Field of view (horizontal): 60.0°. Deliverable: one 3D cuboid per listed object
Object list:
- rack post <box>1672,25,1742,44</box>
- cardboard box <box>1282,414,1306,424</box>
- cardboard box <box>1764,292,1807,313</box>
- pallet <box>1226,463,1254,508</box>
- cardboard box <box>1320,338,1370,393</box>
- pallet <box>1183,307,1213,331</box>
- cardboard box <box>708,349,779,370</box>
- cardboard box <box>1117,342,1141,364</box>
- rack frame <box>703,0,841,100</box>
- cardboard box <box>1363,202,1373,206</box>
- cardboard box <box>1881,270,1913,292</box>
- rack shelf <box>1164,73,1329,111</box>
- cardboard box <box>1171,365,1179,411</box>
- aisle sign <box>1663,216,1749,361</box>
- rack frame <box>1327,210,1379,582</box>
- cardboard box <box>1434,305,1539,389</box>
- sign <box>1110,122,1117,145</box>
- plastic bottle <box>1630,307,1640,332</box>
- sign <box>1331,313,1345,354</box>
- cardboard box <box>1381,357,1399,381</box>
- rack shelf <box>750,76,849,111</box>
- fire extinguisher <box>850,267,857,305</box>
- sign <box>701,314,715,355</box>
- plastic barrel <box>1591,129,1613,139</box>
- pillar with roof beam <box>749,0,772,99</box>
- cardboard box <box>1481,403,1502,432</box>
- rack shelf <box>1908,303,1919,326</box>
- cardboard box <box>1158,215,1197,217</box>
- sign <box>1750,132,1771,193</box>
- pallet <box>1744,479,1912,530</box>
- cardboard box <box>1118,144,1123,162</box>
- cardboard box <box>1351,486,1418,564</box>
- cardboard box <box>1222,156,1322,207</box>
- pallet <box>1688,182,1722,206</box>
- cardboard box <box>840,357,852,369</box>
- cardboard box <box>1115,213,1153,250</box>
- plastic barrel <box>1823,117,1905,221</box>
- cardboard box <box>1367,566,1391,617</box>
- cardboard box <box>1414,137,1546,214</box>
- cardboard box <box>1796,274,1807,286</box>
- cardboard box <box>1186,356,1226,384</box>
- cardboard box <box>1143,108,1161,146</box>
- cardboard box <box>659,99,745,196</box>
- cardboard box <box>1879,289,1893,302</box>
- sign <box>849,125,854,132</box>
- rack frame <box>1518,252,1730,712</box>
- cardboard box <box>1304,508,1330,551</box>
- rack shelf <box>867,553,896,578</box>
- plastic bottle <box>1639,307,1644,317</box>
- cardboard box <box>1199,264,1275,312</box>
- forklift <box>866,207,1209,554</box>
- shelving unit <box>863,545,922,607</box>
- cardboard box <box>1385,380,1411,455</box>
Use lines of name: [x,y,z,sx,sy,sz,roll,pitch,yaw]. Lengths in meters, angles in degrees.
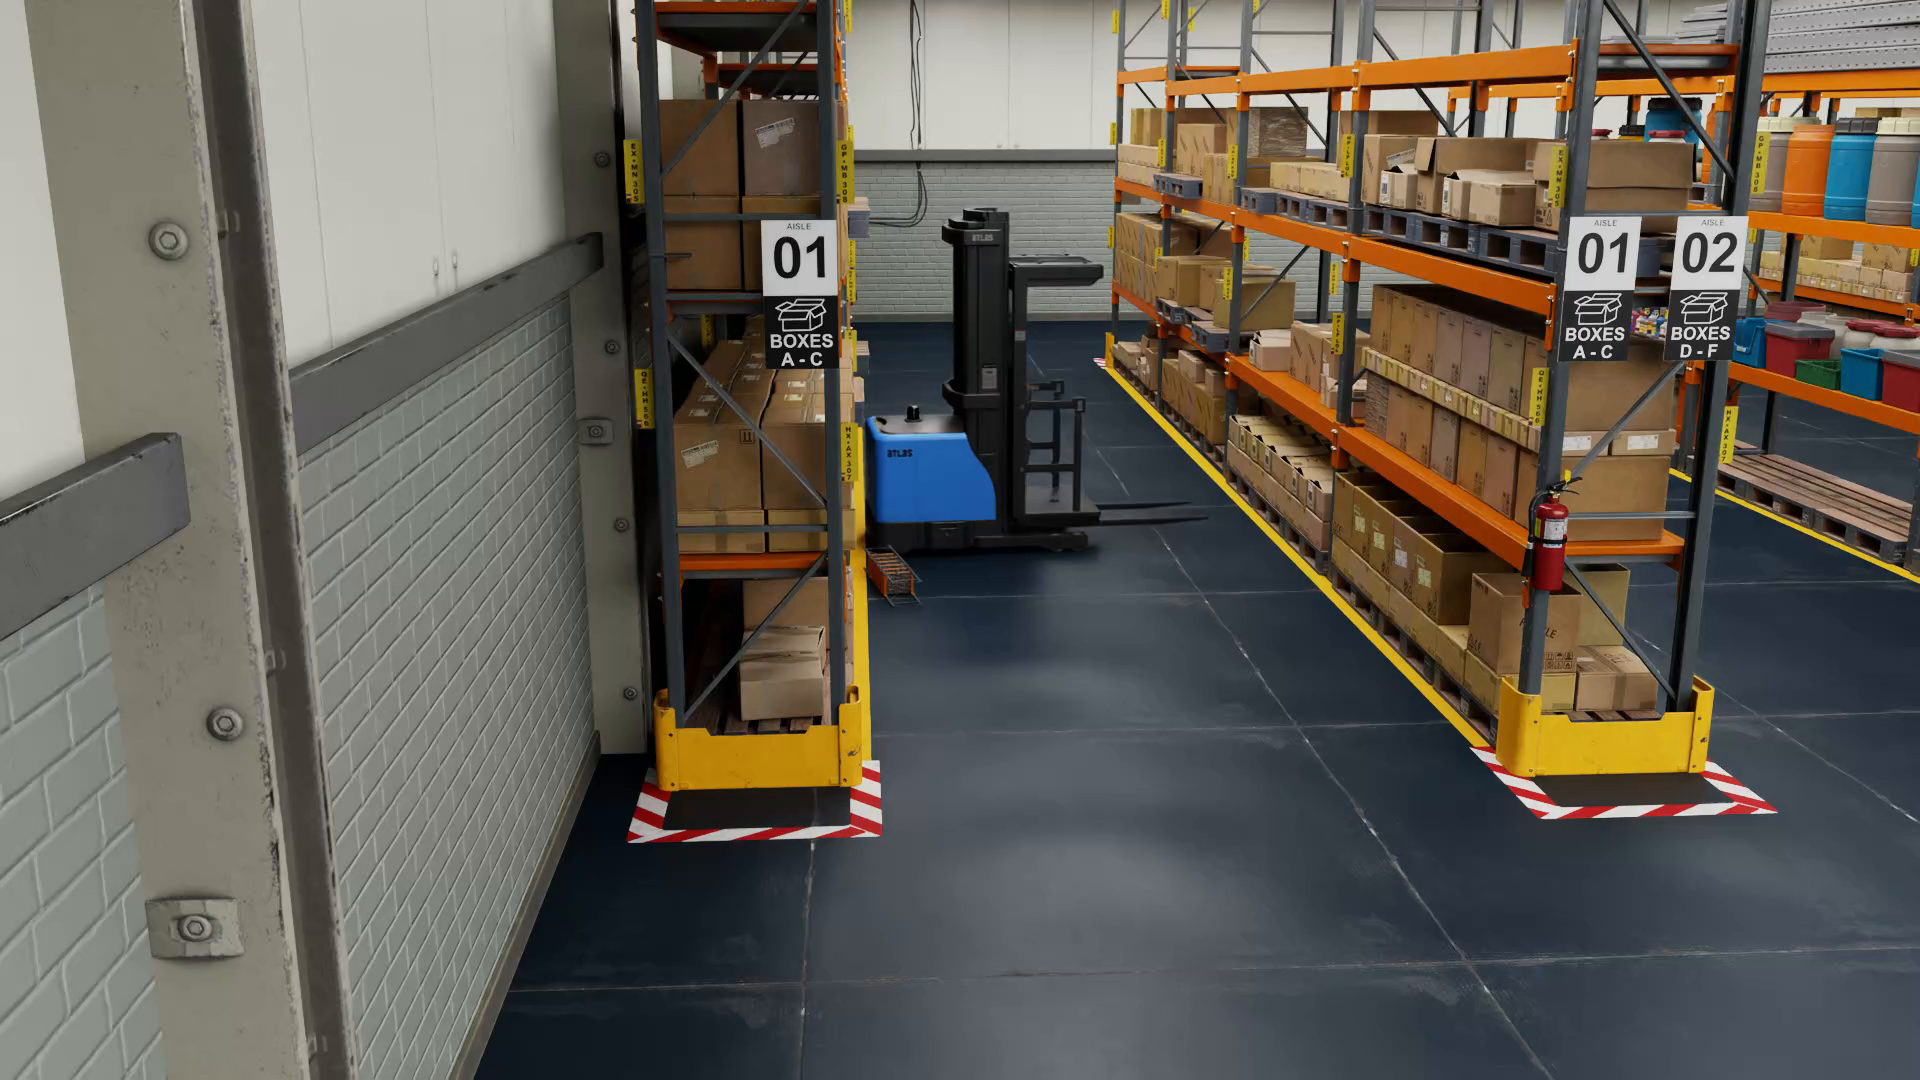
rack post: [8.155,-5.245,17.506,0.954,0.300,0.937,-1,14,-3]
cardboard box: [3.575,-1.138,16.981,0.500,0.311,0.500,-1,14,-2]
cardboard box: [12.808,-3.280,25.175,0.875,0.875,0.875,-1,14,-3]
pallet: [3.309,-0.566,16.802,1.003,0.211,1.213,-1,14,-3]
cardboard box: [3.480,-1.498,14.626,0.500,0.500,0.500,0,14,1]
pallet: [3.172,-2.512,19.156,1.003,0.211,1.213,-1,14,-3]
cardboard box: [-1.551,-1.101,12.041,0.500,0.500,0.500,-1,14,-4]
cardboard box: [2.582,-2.729,24.247,0.500,0.250,0.500,-1,14,-3]
rack frame: [-1.400,-3.955,12.338,1.000,3.000,0.127,-1,14,-3]
cardboard box: [3.516,-2.864,13.575,0.500,0.250,0.500,1,14,2]
cardboard box: [12.647,-3.446,22.102,0.500,0.250,0.500,-1,14,-4]
rack shelf: [3.173,-4.982,18.578,1.077,0.370,4.000,-1,14,-3]
cardboard box: [2.880,-1.862,20.378,0.500,0.500,0.500,-1,14,-3]
aisle sign: [4.102,-1.379,9.151,0.394,0.787,0.004,-1,14,-3]
rack frame: [3.544,-1.127,13.386,1.000,3.000,0.127,-1,14,-3]
cardboard box: [3.672,-1.319,11.328,0.700,0.500,0.500,-1,14,-3]
sign: [2.259,-5.979,24.470,0.100,0.325,0.005,-1,14,-3]
plastic bottle: [7.719,-2.519,19.031,0.061,0.283,0.133,-1,14,-3]
sign: [3.003,-1.638,13.210,0.100,0.325,0.005,-1,14,-3]
cardboard box: [3.401,-1.293,12.529,0.380,0.149,0.250,-1,14,-5]
rack shelf: [-1.771,-4.905,18.277,1.077,0.370,4.000,-1,14,-3]
fire extinguisher: [-1.692,-3.860,24.914,0.296,0.674,0.183,-1,14,-3]
sign: [-1.953,-1.601,12.904,0.100,0.325,0.005,-1,14,-3]
plastic barrel: [7.775,-4.779,20.446,0.433,0.535,0.433,0,14,0]
pillar with roof beam: [1.123,-7.664,26.753,9.100,9.000,0.400,-1,14,-3]
cardboard box: [3.531,-0.778,10.528,0.380,0.149,0.250,-1,14,-3]
rack shelf: [13.060,-2.423,19.866,1.077,0.370,4.000,-1,14,-3]
cardboard box: [3.135,-4.412,23.946,0.500,0.500,0.500,0,14,-2]
sign: [4.347,-2.053,9.055,0.100,0.325,0.005,-1,14,-3]
pallet: [8.322,-0.351,15.966,1.003,0.211,1.213,-1,14,-3]
cardboard box: [2.573,-5.602,24.056,0.500,0.250,0.500,-1,14,-3]
cardboard box: [3.299,-0.117,12.633,0.500,0.500,0.500,-1,14,-3]
cardboard box: [3.236,-3.731,17.286,0.910,0.500,0.500,-1,14,-3]
pallet: [8.291,-3.750,17.941,1.003,0.211,1.213,-1,14,-3]
cardboard box: [-1.004,-0.987,11.600,0.500,0.500,0.500,-1,14,-5]
cardboard box: [2.565,-4.529,24.403,0.500,0.500,0.500,0,14,-2]
plastic barrel: [8.159,-3.346,14.986,0.600,0.901,0.708,-1,14,-3]
cardboard box: [3.322,0.370,12.243,0.500,0.250,0.500,-1,14,-3]
cardboard box: [3.521,-2.489,11.330,0.797,0.503,0.637,1,14,3]
cardboard box: [12.447,-3.793,24.251,0.380,0.149,0.250,-1,14,-5]
cardboard box: [2.929,-1.985,19.348,0.500,0.250,0.500,-1,14,-4]
cardboard box: [2.871,-5.595,22.525,0.700,0.500,0.500,-1,14,-3]
cardboard box: [-1.439,-2.153,9.107,0.500,0.500,0.500,0,14,-1]
cardboard box: [12.574,-3.282,22.265,0.380,0.149,0.250,-1,14,-2]
sign: [-1.601,-5.882,24.229,0.100,0.325,0.005,-1,14,-3]
rack frame: [3.792,-0.132,9.520,1.000,3.000,0.127,-1,14,-3]
cardboard box: [3.229,-0.097,14.060,0.500,0.250,0.500,-1,14,-4]
rack shelf: [-0.638,0.206,13.839,0.258,0.180,0.103,-4,15,-14]
plastic bottle: [7.851,-2.567,19.218,0.061,0.283,0.133,-1,14,-3]
cardboard box: [3.220,-2.930,19.350,0.700,0.500,0.500,-5,15,-18]
forklift: [0.695,-1.439,14.738,3.031,2.935,1.130,-2,15,-7]
shelving unit: [-0.560,0.281,13.542,0.258,0.189,1.200,-4,15,-14]
cardboard box: [3.617,-0.934,12.436,0.700,0.500,0.500,-1,14,-4]
